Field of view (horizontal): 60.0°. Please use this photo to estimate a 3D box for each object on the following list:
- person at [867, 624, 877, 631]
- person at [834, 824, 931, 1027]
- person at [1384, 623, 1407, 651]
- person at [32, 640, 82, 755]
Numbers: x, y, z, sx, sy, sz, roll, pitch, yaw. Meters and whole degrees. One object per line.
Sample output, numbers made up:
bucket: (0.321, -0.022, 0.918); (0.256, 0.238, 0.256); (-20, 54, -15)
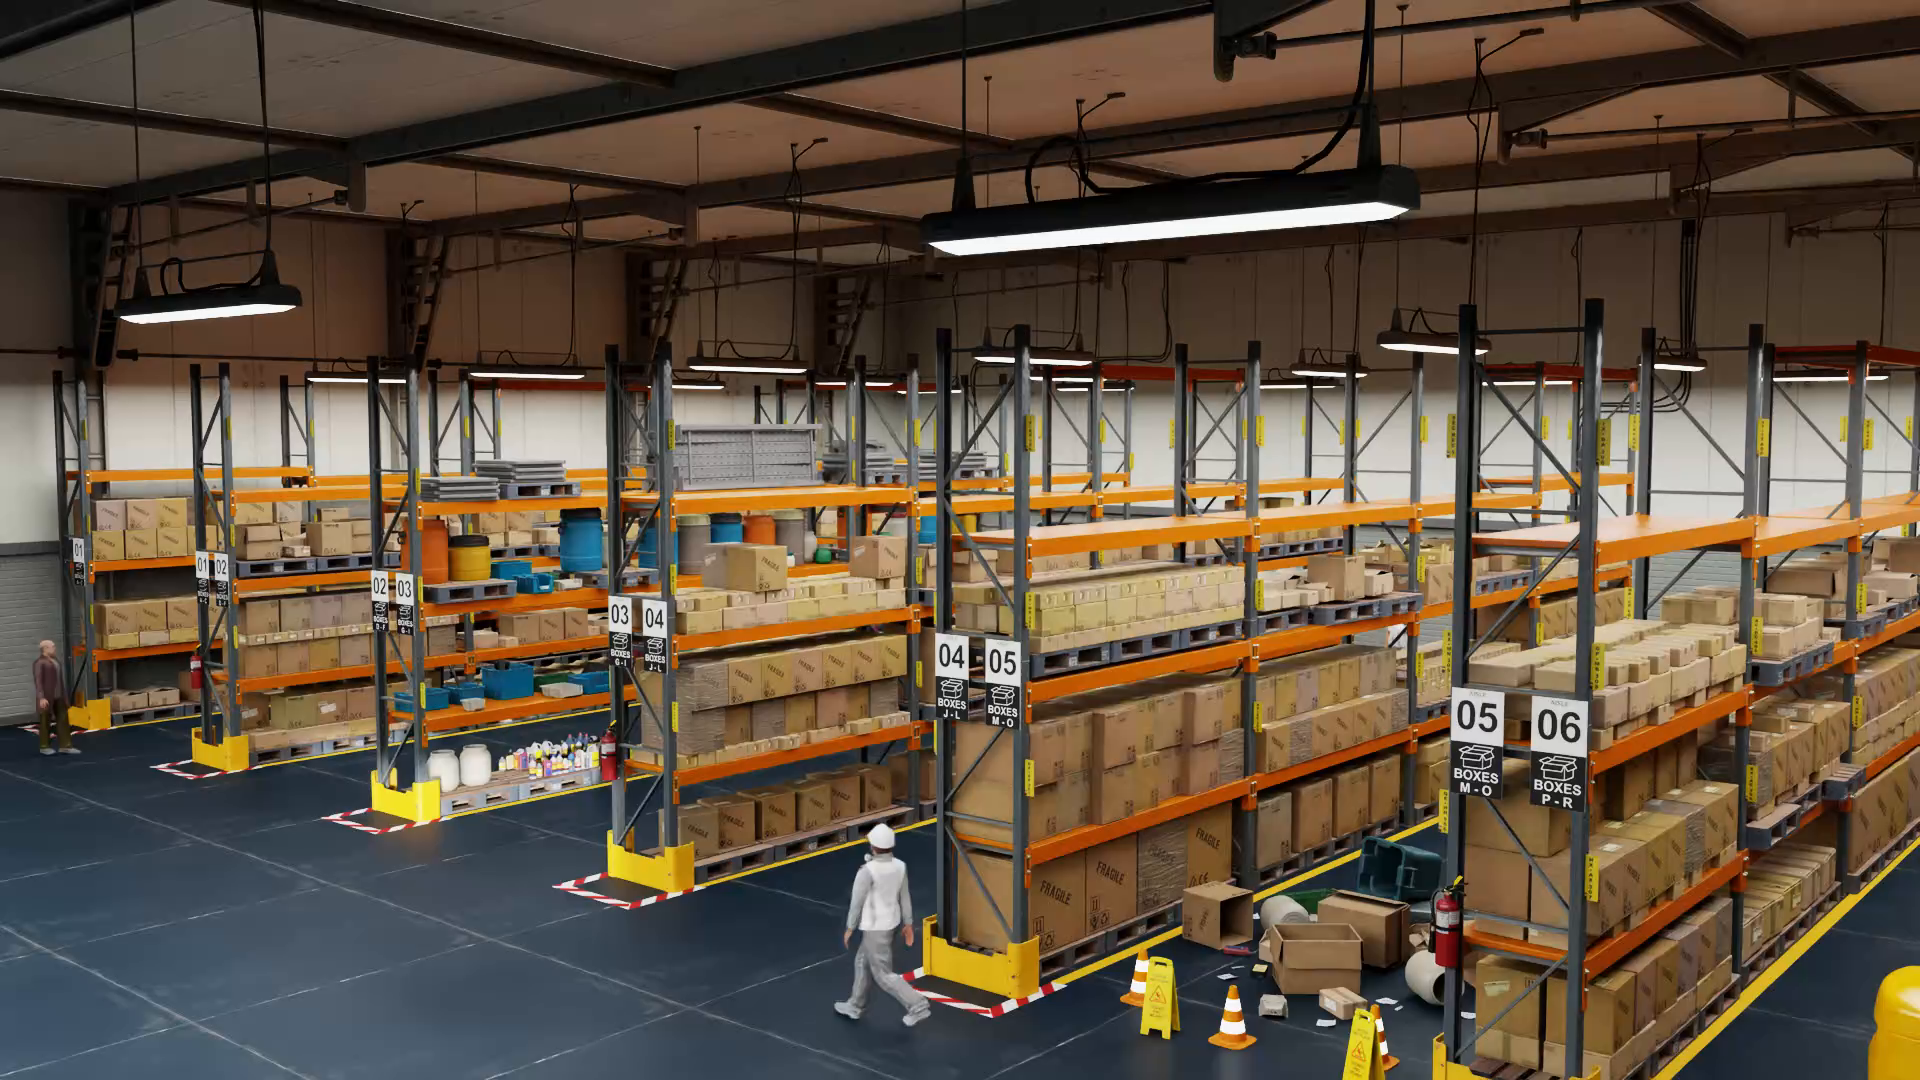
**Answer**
person: (-1.808, 1.914, 32.854); (0.566, 1.573, 0.932); (3, 5, 34)
person: (-0.681, 3.279, 14.135); (0.981, 1.747, 0.499); (1, 4, 17)
person: (8.467, 2.046, 31.983); (0.642, 1.601, 1.001); (0, 4, 7)
person: (-13.979, 2.441, 25.642); (0.590, 1.803, 0.607); (2, 5, 24)
